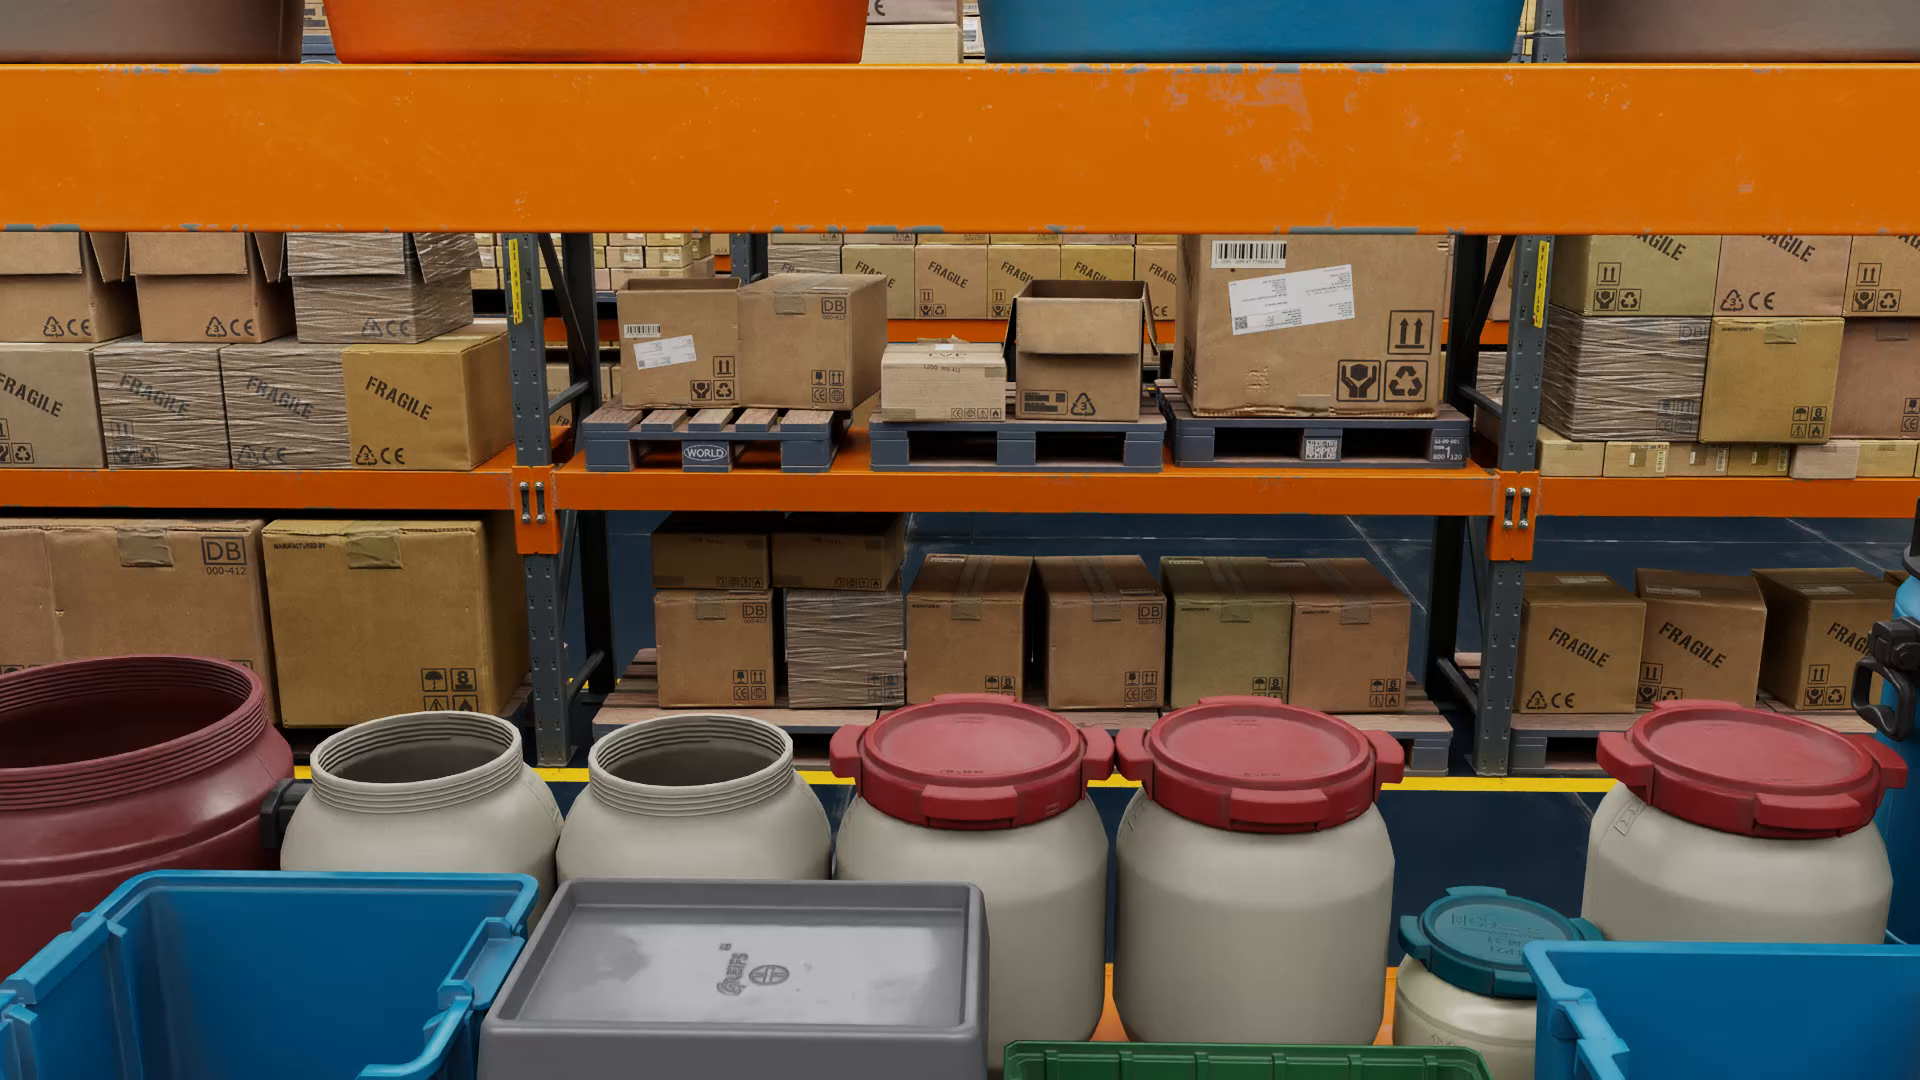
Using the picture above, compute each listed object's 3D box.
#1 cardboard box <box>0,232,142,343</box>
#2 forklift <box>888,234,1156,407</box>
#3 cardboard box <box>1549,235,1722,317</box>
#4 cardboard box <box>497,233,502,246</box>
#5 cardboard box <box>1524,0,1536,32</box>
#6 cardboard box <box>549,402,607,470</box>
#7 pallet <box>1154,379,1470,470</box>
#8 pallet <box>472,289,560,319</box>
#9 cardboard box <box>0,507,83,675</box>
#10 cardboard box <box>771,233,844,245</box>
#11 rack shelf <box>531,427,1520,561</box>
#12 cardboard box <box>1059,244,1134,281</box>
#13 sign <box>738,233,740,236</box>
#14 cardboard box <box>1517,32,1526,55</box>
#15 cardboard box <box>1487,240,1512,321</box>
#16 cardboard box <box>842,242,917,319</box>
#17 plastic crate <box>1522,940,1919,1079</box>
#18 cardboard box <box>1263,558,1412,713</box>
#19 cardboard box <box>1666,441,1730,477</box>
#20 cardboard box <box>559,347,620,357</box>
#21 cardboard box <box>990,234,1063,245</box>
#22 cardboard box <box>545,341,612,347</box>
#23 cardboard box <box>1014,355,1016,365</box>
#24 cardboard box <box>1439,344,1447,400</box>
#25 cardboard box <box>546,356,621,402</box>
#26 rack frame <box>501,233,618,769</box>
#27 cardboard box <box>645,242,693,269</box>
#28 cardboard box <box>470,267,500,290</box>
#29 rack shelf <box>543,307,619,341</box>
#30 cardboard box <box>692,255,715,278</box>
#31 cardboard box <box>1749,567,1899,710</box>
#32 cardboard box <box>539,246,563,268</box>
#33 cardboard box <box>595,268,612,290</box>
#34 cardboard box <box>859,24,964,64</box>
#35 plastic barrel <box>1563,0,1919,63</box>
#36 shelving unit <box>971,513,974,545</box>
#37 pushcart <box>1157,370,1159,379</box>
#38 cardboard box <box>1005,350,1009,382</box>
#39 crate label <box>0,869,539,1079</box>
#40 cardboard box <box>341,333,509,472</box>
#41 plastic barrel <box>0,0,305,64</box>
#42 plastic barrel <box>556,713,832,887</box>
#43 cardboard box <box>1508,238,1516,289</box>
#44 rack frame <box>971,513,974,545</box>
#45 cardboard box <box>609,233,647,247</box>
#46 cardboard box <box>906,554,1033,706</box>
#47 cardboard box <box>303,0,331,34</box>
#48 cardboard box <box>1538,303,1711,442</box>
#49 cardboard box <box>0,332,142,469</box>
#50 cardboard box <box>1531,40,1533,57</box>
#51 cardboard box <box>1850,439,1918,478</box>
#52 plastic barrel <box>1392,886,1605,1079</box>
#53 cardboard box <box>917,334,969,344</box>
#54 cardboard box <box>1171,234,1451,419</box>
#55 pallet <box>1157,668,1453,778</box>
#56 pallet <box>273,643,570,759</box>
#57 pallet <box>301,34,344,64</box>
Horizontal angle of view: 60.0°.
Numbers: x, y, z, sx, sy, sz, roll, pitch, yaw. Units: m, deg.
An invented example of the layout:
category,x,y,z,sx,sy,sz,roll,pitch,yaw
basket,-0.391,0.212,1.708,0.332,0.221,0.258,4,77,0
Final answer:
category,x,y,z,sx,sy,sz,roll,pitch,yaw
cardboard box,-3.790,-1.148,7.150,0.637,0.503,0.797,1,15,3
forklift,0.633,-2.439,14.338,3.031,2.935,1.130,-1,15,-3
cardboard box,2.705,-1.180,6.694,0.500,0.500,0.500,0,15,1
cardboard box,-3.032,-2.126,11.521,0.250,0.149,0.380,0,15,1
cardboard box,3.980,-3.529,11.148,0.500,0.250,0.500,0,15,1
cardboard box,-2.693,-0.799,12.065,0.500,0.500,0.500,1,15,4
pallet,1.501,-0.522,7.313,1.213,0.211,1.003,0,15,1
pallet,-3.489,-1.772,12.054,1.213,0.211,1.003,0,15,1
cardboard box,-4.202,0.205,7.526,0.875,0.875,1.225,0,15,-1
cardboard box,-1.061,-2.389,11.859,0.500,0.500,0.700,0,15,1
rack shelf,0.262,-0.237,7.270,4.000,0.370,1.077,0,15,1
cardboard box,0.950,-1.827,11.688,0.500,0.500,0.500,1,15,2
sign,-1.514,-2.246,11.357,0.005,0.325,0.100,0,15,1
cardboard box,3.603,-3.323,11.148,0.250,0.149,0.380,0,15,1
cardboard box,3.946,-1.878,11.785,0.550,0.550,0.875,0,15,1
cardboard box,-0.559,-1.837,11.725,0.500,0.500,0.500,0,15,1
plastic crate,1.024,0.771,2.070,0.575,0.384,0.392,0,15,1
cardboard box,1.648,0.414,7.428,0.500,0.500,0.700,-1,15,-3
cardboard box,2.969,-0.373,6.867,0.250,0.149,0.380,0,15,1
cardboard box,-2.700,-1.289,12.453,0.500,0.250,0.500,0,15,1
cardboard box,0.469,-2.380,11.825,0.500,0.500,0.700,0,15,1
cardboard box,-3.958,-2.340,17.170,0.875,0.875,0.875,1,15,3
cardboard box,0.576,-2.043,17.030,0.625,0.372,0.950,1,15,3
cardboard box,3.116,-0.990,12.055,0.875,0.875,0.875,1,15,2
cardboard box,-2.705,-1.158,11.955,0.500,0.250,0.500,1,15,2
rack frame,-1.737,-0.598,7.228,0.127,3.000,1.000,0,15,1
cardboard box,-2.015,-1.975,11.532,0.250,0.149,0.380,1,15,3
cardboard box,-3.296,-1.840,11.603,0.250,0.149,0.380,1,15,3
rack shelf,-3.509,-1.528,12.161,4.000,0.370,1.077,0,15,1
cardboard box,-1.952,-1.999,12.204,0.250,0.149,0.380,0,15,1
cardboard box,3.856,0.432,7.400,0.500,0.500,0.500,-1,15,-4
cardboard box,-2.795,-1.979,11.548,0.250,0.149,0.380,0,15,2
cardboard box,-2.520,-1.834,11.580,0.250,0.149,0.380,1,15,2
cardboard box,-0.247,-1.904,6.590,0.500,0.250,0.500,1,15,3
plastic barrel,0.967,-0.954,1.714,0.600,0.901,0.600,0,15,0
shelving unit,-0.165,-0.581,10.691,0.503,1.200,0.258,0,15,1
pushcart,2.506,-1.250,14.838,0.936,0.377,1.648,-5,16,-18
cardboard box,-0.029,-0.946,12.133,0.750,0.750,1.050,1,15,2
crate label,-0.877,0.723,2.150,0.616,0.435,0.502,0,15,1
cardboard box,-2.237,-0.587,6.988,0.500,0.500,0.500,1,15,3
plastic barrel,-1.048,-0.967,1.764,0.600,0.901,0.600,0,15,0
plastic barrel,-0.409,0.566,2.597,0.421,0.512,0.421,0,15,0
cardboard box,2.718,-1.315,7.206,0.500,0.500,0.500,0,15,1
rack frame,0.078,-0.580,10.685,0.015,1.200,0.240,0,15,1
cardboard box,-2.262,-2.120,11.500,0.250,0.149,0.380,0,15,1
cardboard box,0.055,0.399,7.485,0.500,0.500,0.700,2,15,6
cardboard box,-2.349,-2.287,6.724,0.637,0.503,0.797,1,15,5
cardboard box,2.710,-0.746,7.008,0.500,0.500,0.875,0,15,1
cardboard box,-3.763,-0.598,7.029,0.500,0.500,0.500,1,15,2
cardboard box,2.724,-2.014,7.007,0.500,0.250,0.500,1,15,4
cardboard box,3.719,-0.371,6.858,0.250,0.149,0.380,0,15,1
plastic barrel,0.816,0.710,2.540,0.301,0.262,0.301,0,15,0
cardboard box,-0.063,-0.794,7.411,0.258,0.266,0.396,0,15,0
cardboard box,1.471,-1.106,7.154,1.000,1.000,1.000,0,15,2
pallet,1.483,0.771,7.503,1.213,0.211,1.003,0,15,1
pallet,-2.523,0.726,7.676,1.213,0.211,1.003,0,15,1
pallet,-2.382,-1.948,6.834,1.003,0.211,1.213,1,15,4
